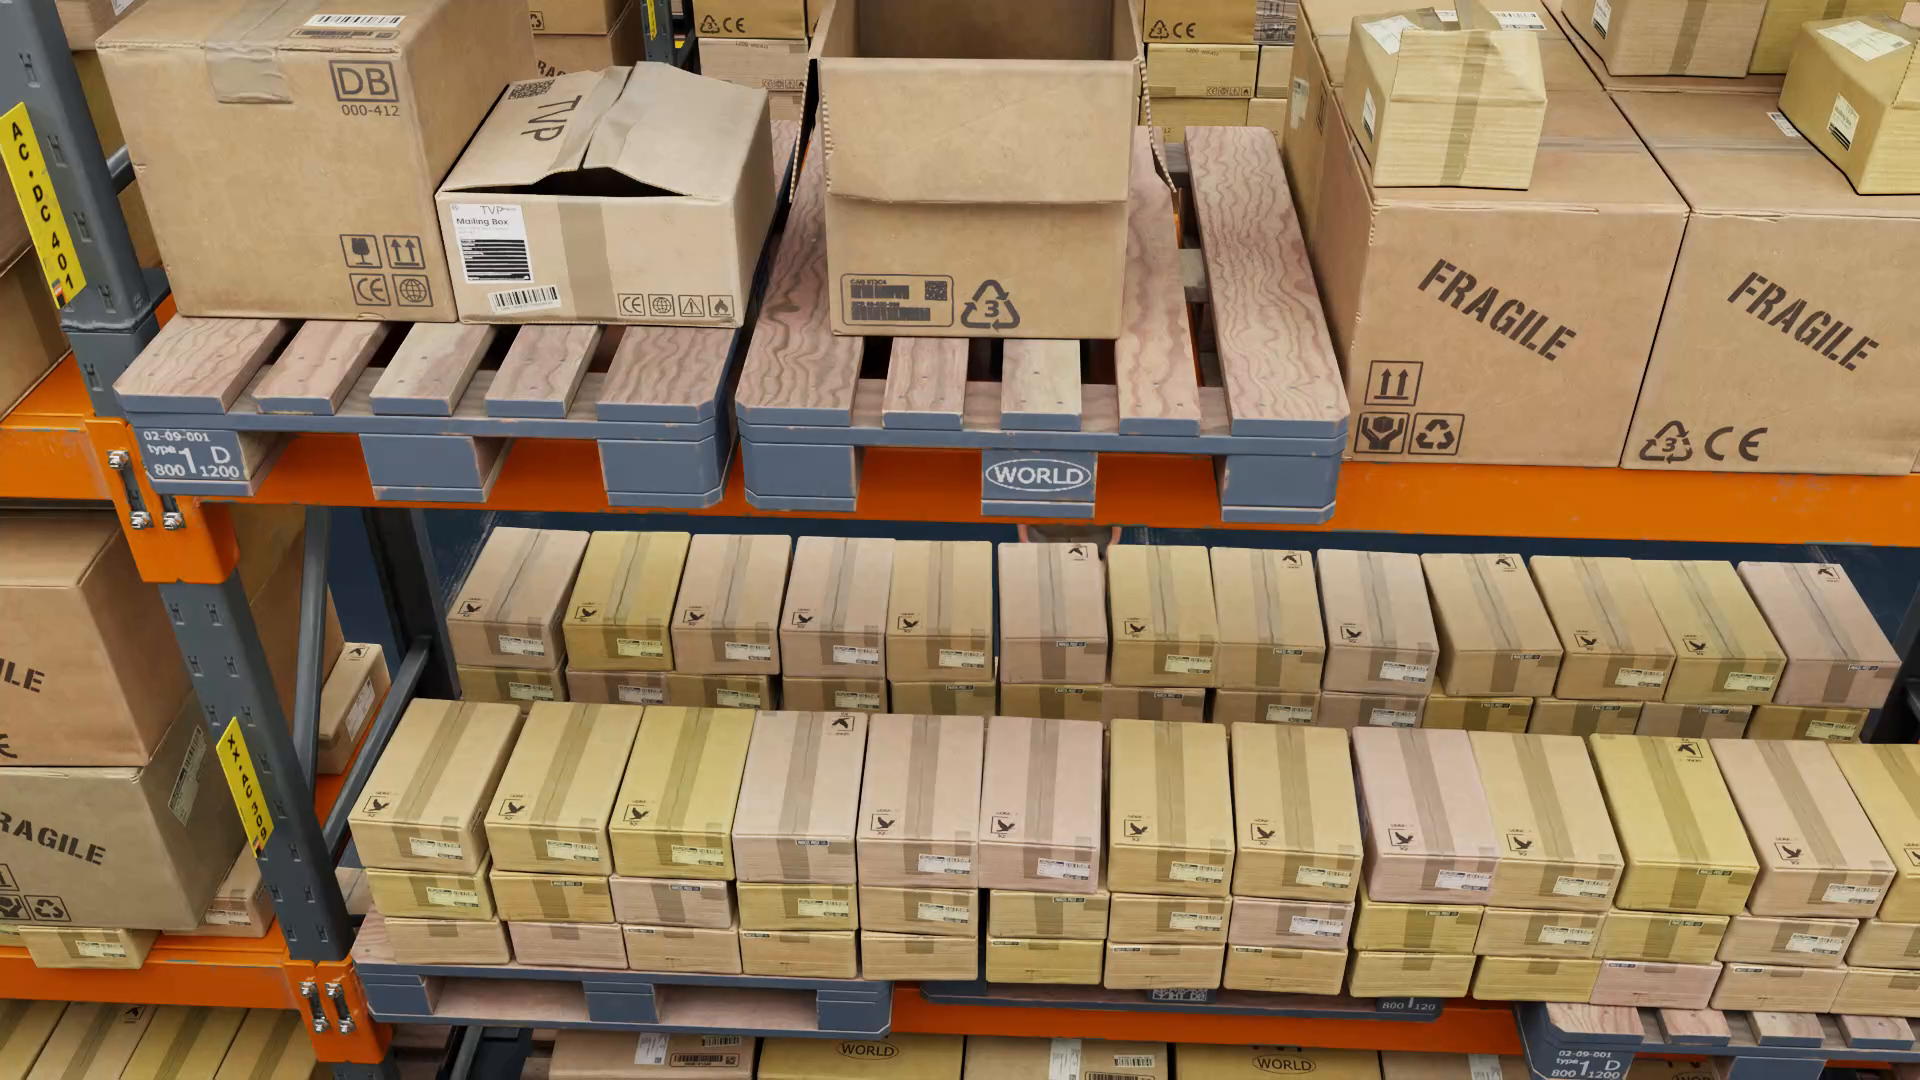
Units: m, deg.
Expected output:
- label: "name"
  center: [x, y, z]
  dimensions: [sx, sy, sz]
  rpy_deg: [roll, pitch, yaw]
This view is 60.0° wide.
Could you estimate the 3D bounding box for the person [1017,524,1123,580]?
- label: "person"
  center: [0.402, -0.006, 6.157]
  dimensions: [0.446, 1.601, 0.359]
  rpy_deg: [1, 36, 1]
